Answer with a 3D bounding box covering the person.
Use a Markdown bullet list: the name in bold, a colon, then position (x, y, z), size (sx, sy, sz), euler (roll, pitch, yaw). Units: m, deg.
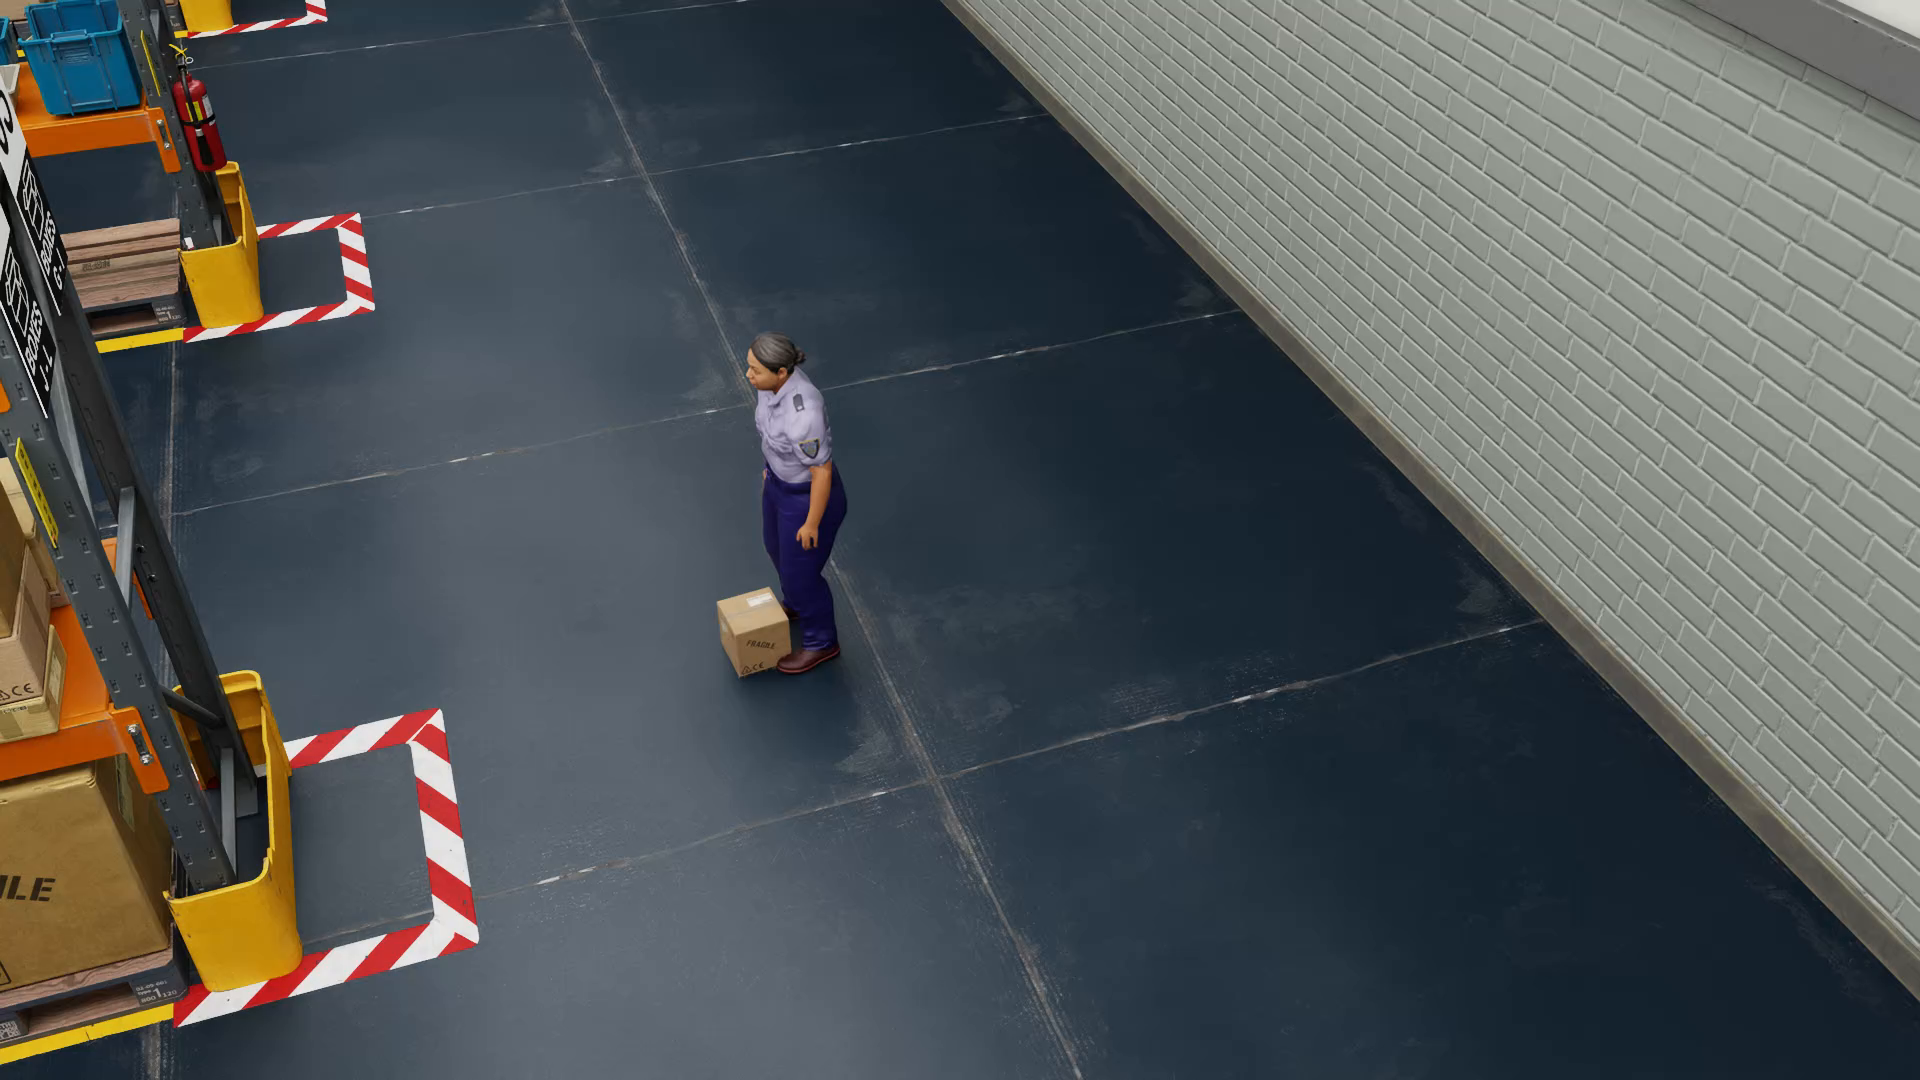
- **person**: position (-0.696, -0.187, 7.041), size (0.374, 1.636, 0.560), euler (-15, 40, -18)
